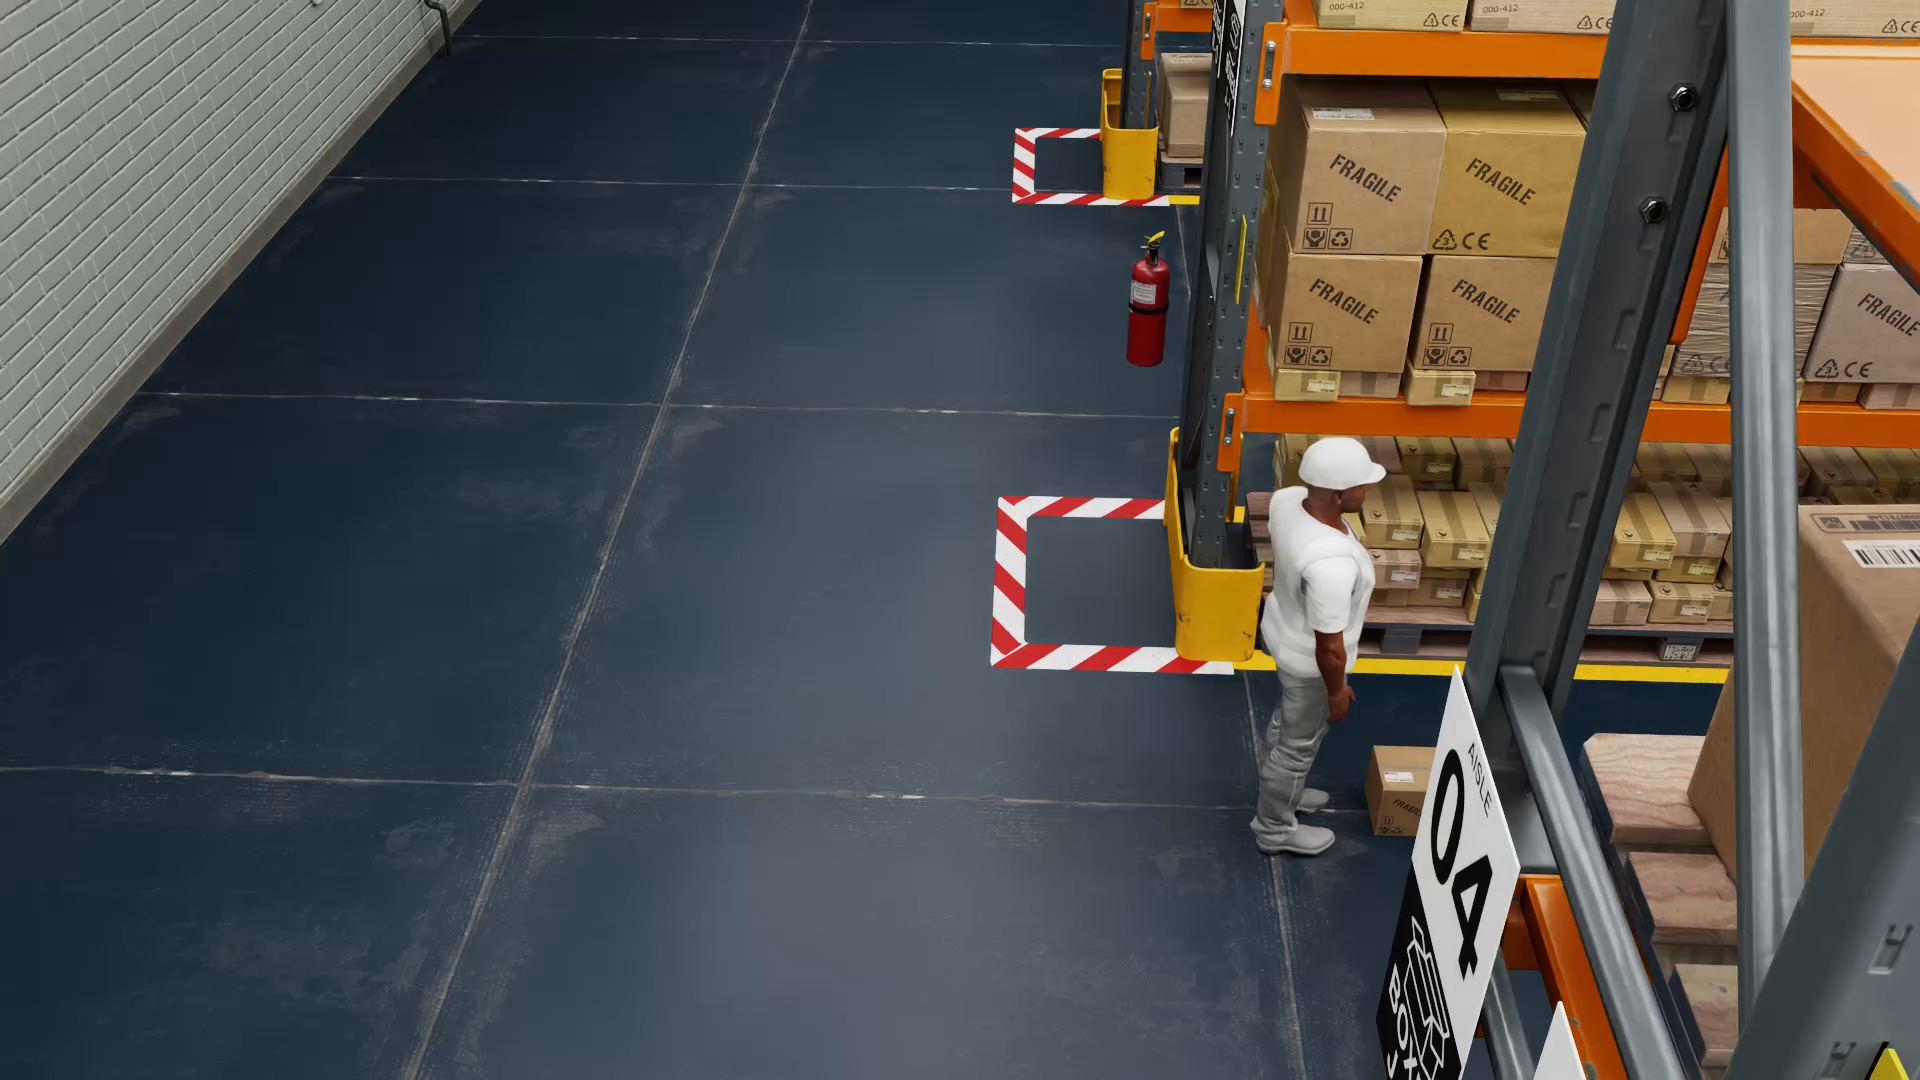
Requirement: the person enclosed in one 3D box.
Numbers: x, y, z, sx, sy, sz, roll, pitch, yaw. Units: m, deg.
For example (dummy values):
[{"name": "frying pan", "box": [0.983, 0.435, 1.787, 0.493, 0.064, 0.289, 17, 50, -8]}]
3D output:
[{"name": "person", "box": [1.300, 0.402, 6.065, 0.403, 1.806, 0.596, -3, 36, -4]}]
